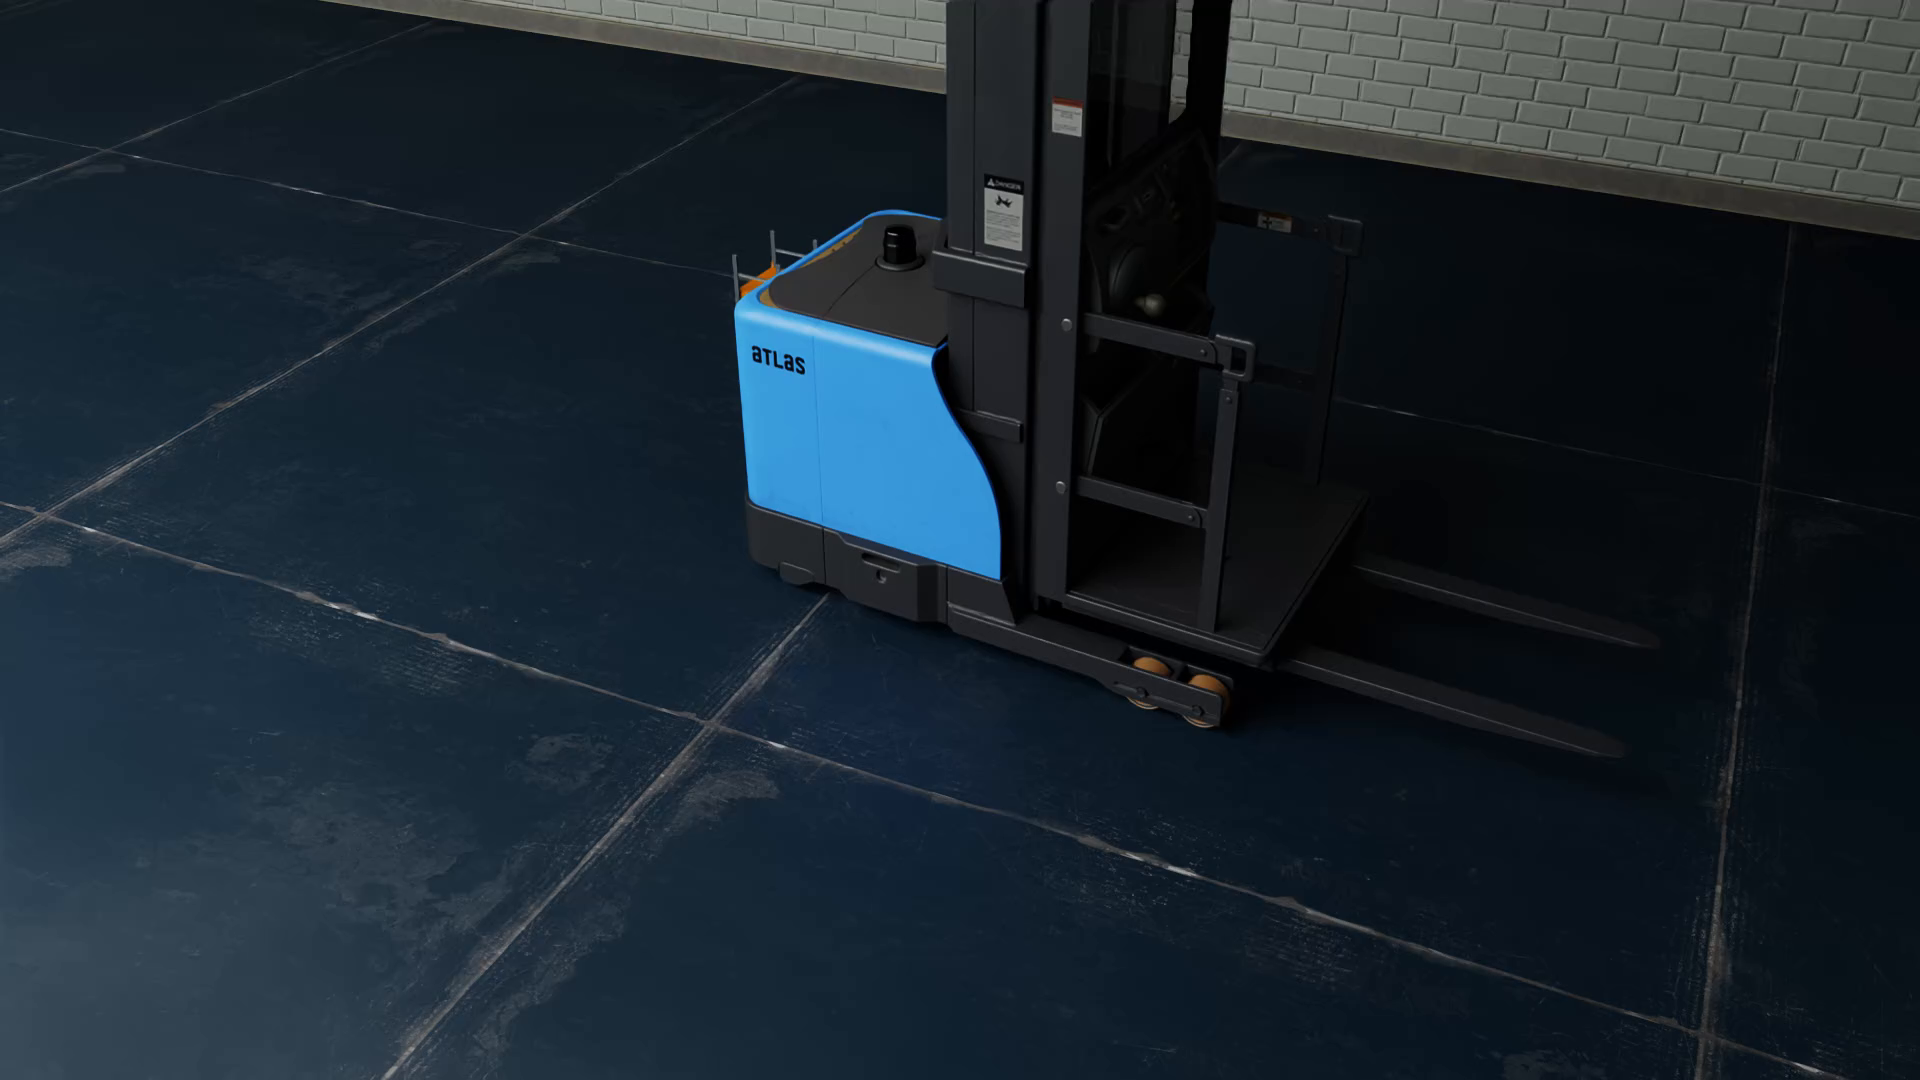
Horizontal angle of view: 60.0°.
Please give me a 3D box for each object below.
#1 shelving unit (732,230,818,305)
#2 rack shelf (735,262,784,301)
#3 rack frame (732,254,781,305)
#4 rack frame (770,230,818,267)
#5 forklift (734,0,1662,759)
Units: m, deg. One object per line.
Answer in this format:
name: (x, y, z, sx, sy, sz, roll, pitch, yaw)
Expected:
shelving unit: (-0.658, -0.604, 6.214, 0.215, 1.050, 0.252, 16, 37, 23)
rack shelf: (-0.658, -0.833, 6.064, 0.215, 0.259, 0.240, 16, 37, 23)
rack frame: (-0.715, -0.545, 6.124, 0.200, 1.050, 0.008, 16, 37, 23)
rack frame: (-0.601, -0.663, 6.304, 0.200, 1.050, 0.008, 16, 37, 23)
forklift: (0.774, -0.958, 5.039, 3.031, 2.935, 1.130, 17, 37, 24)
